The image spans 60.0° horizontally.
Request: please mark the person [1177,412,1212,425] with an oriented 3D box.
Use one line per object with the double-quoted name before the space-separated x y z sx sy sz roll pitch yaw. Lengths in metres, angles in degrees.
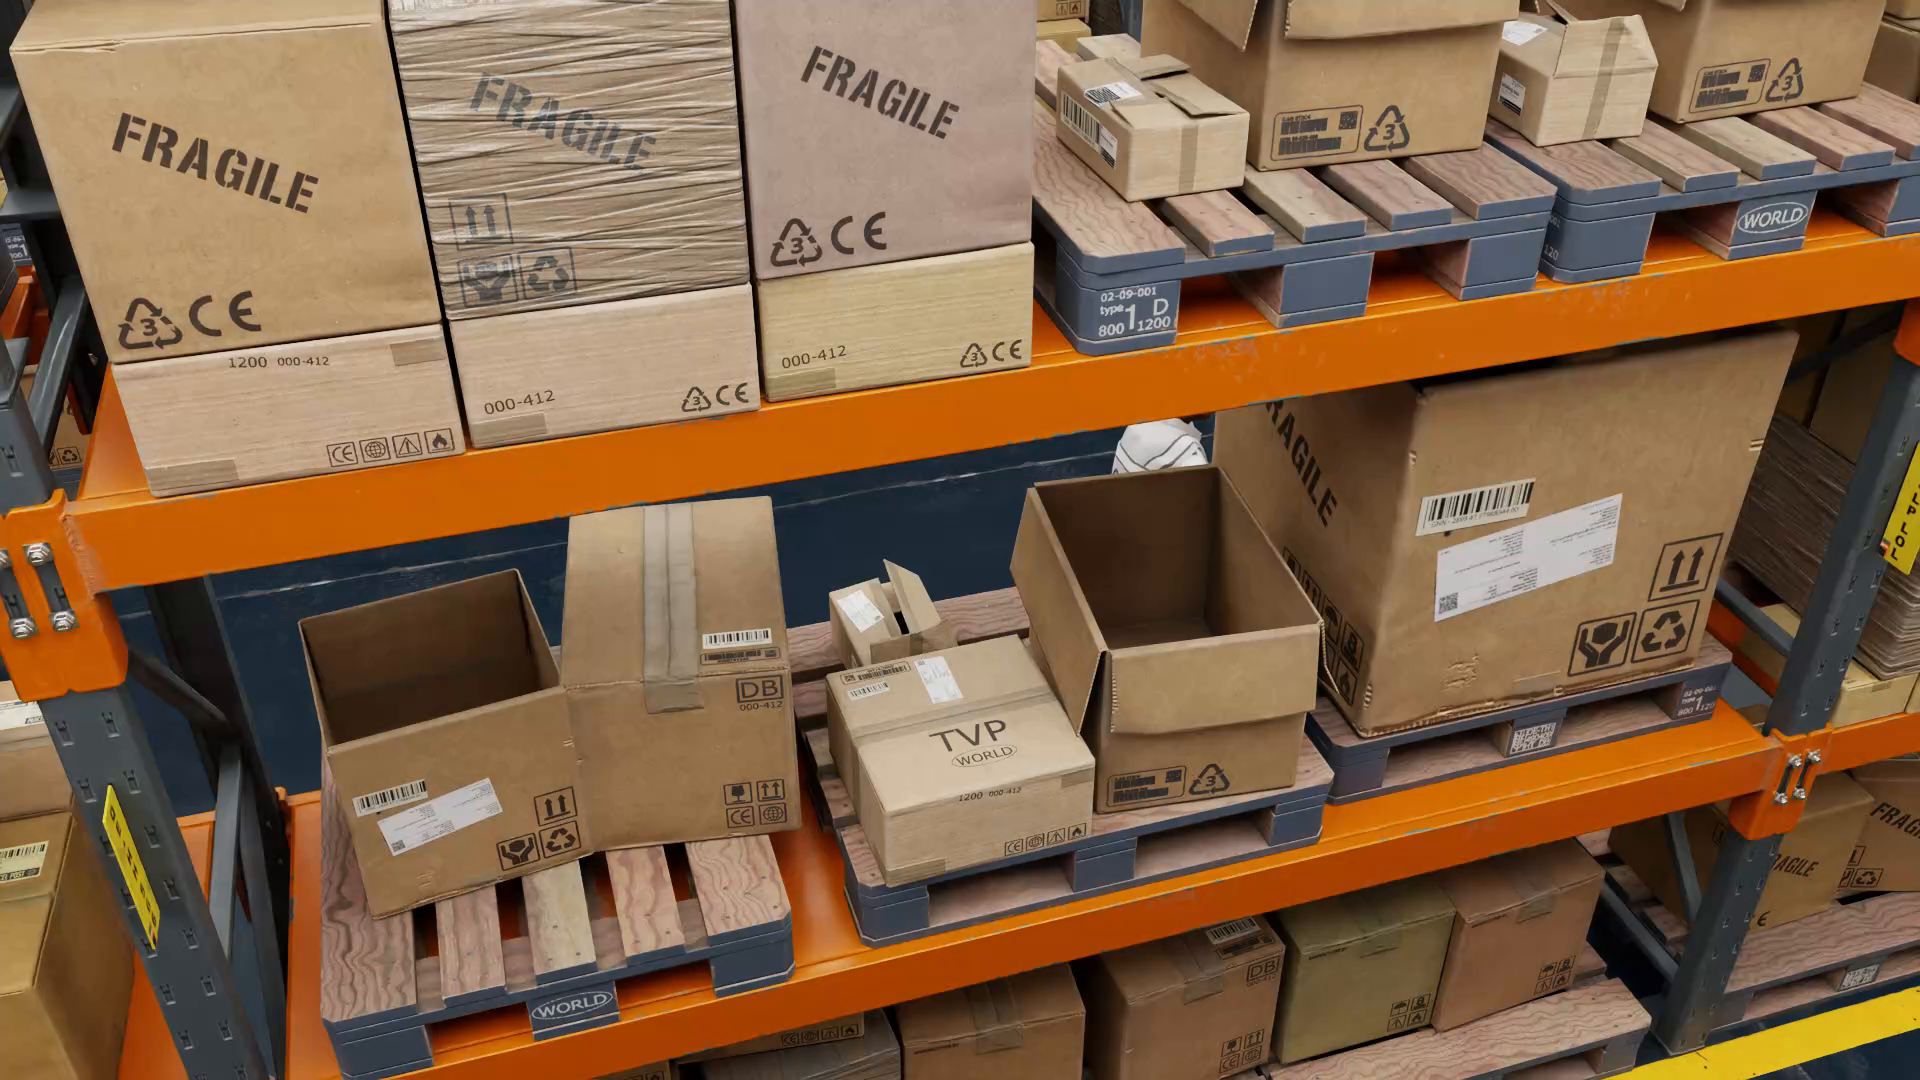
"person" 0.767 0.081 6.023 0.312 1.659 0.505 -10 35 -14
